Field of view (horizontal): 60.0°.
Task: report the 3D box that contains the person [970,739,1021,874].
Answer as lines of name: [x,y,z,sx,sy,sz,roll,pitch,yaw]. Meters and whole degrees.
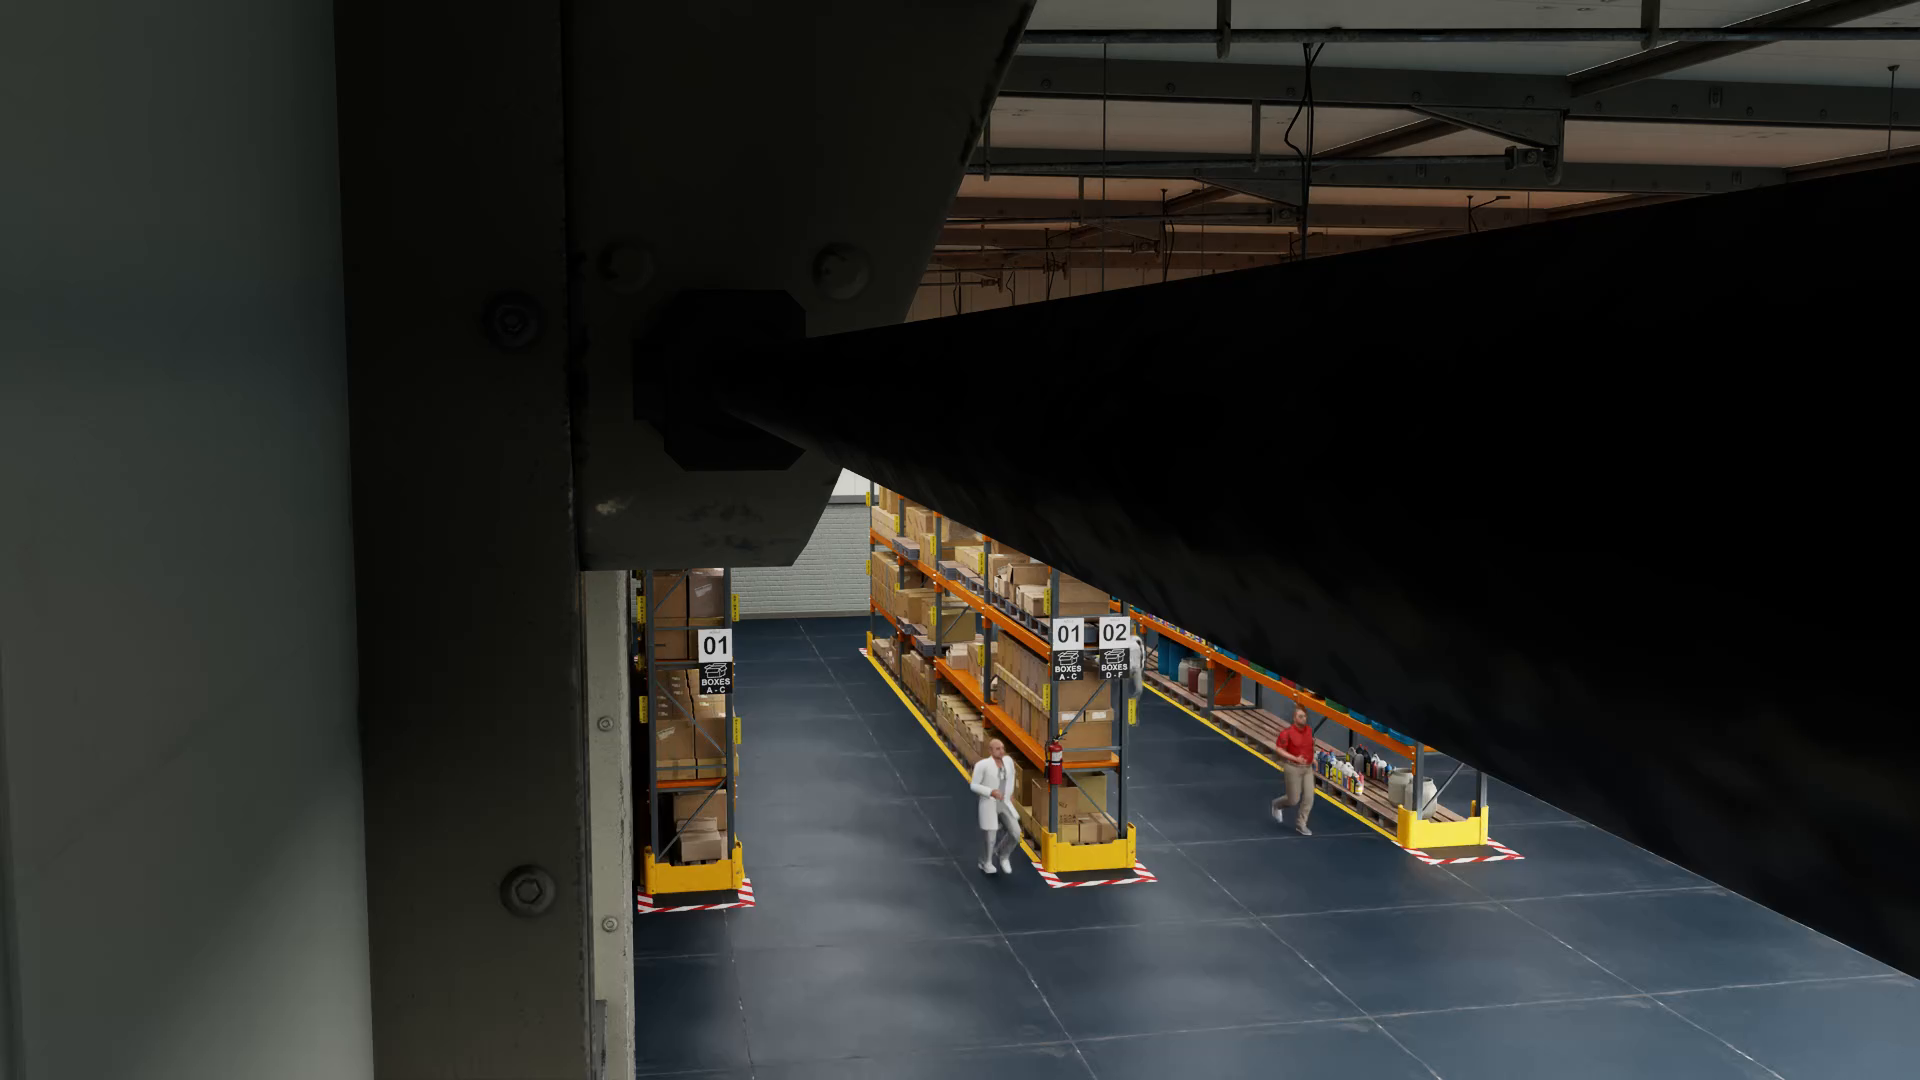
person: [0.459,3.310,20.587,0.731,1.733,0.773,-3,7,-28]

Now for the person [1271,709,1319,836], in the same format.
person: [4.579,3.126,22.647,0.668,1.691,0.741,-3,7,-27]

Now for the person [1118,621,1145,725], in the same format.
person: [2.931,2.260,28.500,0.616,1.774,0.670,-1,6,-14]
